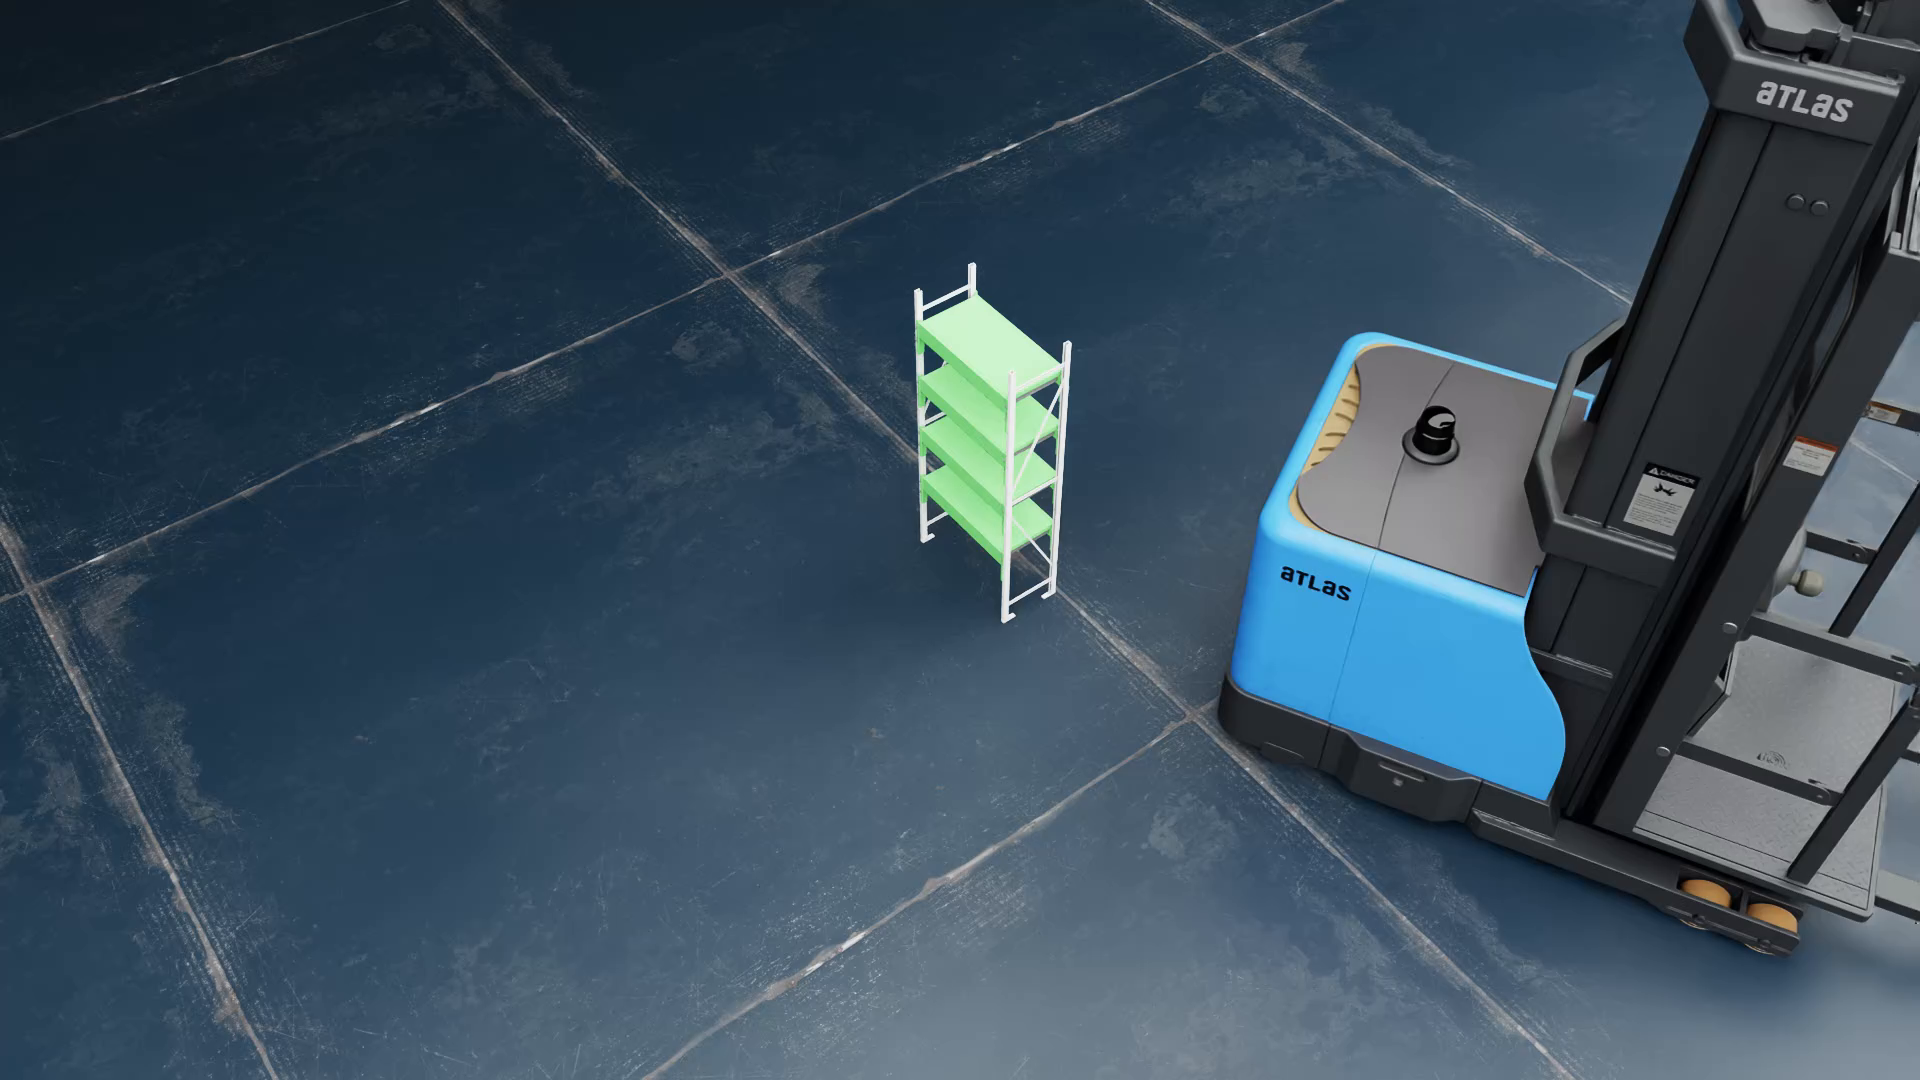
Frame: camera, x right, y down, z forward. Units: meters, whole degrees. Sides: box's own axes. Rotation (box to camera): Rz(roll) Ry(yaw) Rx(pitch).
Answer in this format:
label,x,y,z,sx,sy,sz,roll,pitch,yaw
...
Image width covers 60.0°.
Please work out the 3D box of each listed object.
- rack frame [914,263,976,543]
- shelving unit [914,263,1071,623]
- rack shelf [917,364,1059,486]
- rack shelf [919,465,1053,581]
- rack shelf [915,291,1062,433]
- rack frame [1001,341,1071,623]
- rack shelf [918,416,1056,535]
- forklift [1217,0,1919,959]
label,x,y,z,sx,sy,sz,roll,pitch,yaw
rack frame,-0.048,-0.449,5.847,0.240,1.200,0.015,-29,54,-24
shelving unit,0.100,-0.305,5.717,0.258,1.200,0.503,-29,54,-24
rack shelf,0.100,-0.424,5.587,0.258,0.148,0.480,-29,54,-24
rack shelf,0.100,-0.101,5.942,0.258,0.148,0.480,-29,54,-24
rack shelf,0.100,-0.585,5.409,0.258,0.148,0.480,-29,54,-24
rack frame,0.248,-0.162,5.587,0.240,1.200,0.015,-29,54,-24
rack shelf,0.100,-0.262,5.764,0.258,0.148,0.480,-29,54,-24
forklift,2.427,-0.170,4.426,3.031,2.935,1.130,20,51,17
